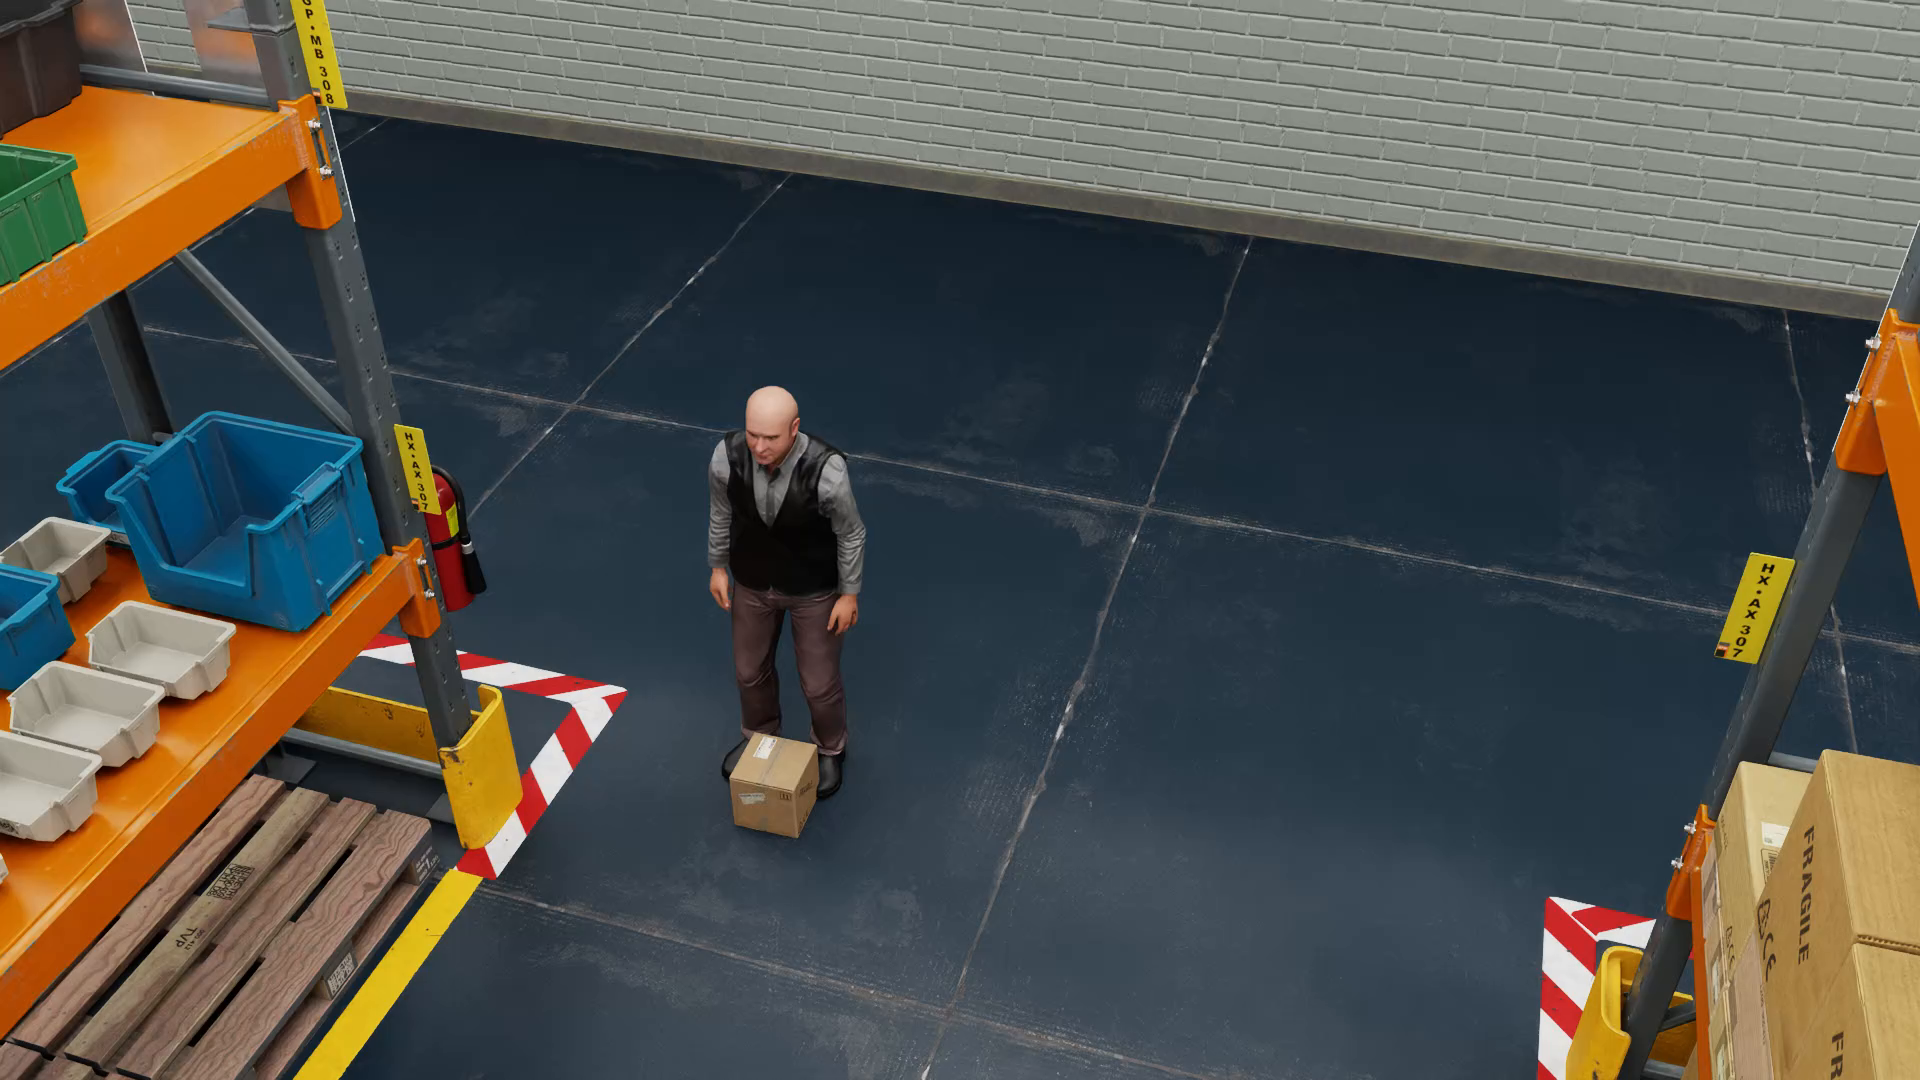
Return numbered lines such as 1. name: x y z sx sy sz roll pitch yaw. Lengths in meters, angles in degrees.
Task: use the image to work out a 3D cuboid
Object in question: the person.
1. person: -0.614 0.157 5.960 0.579 1.720 0.420 10 38 13
